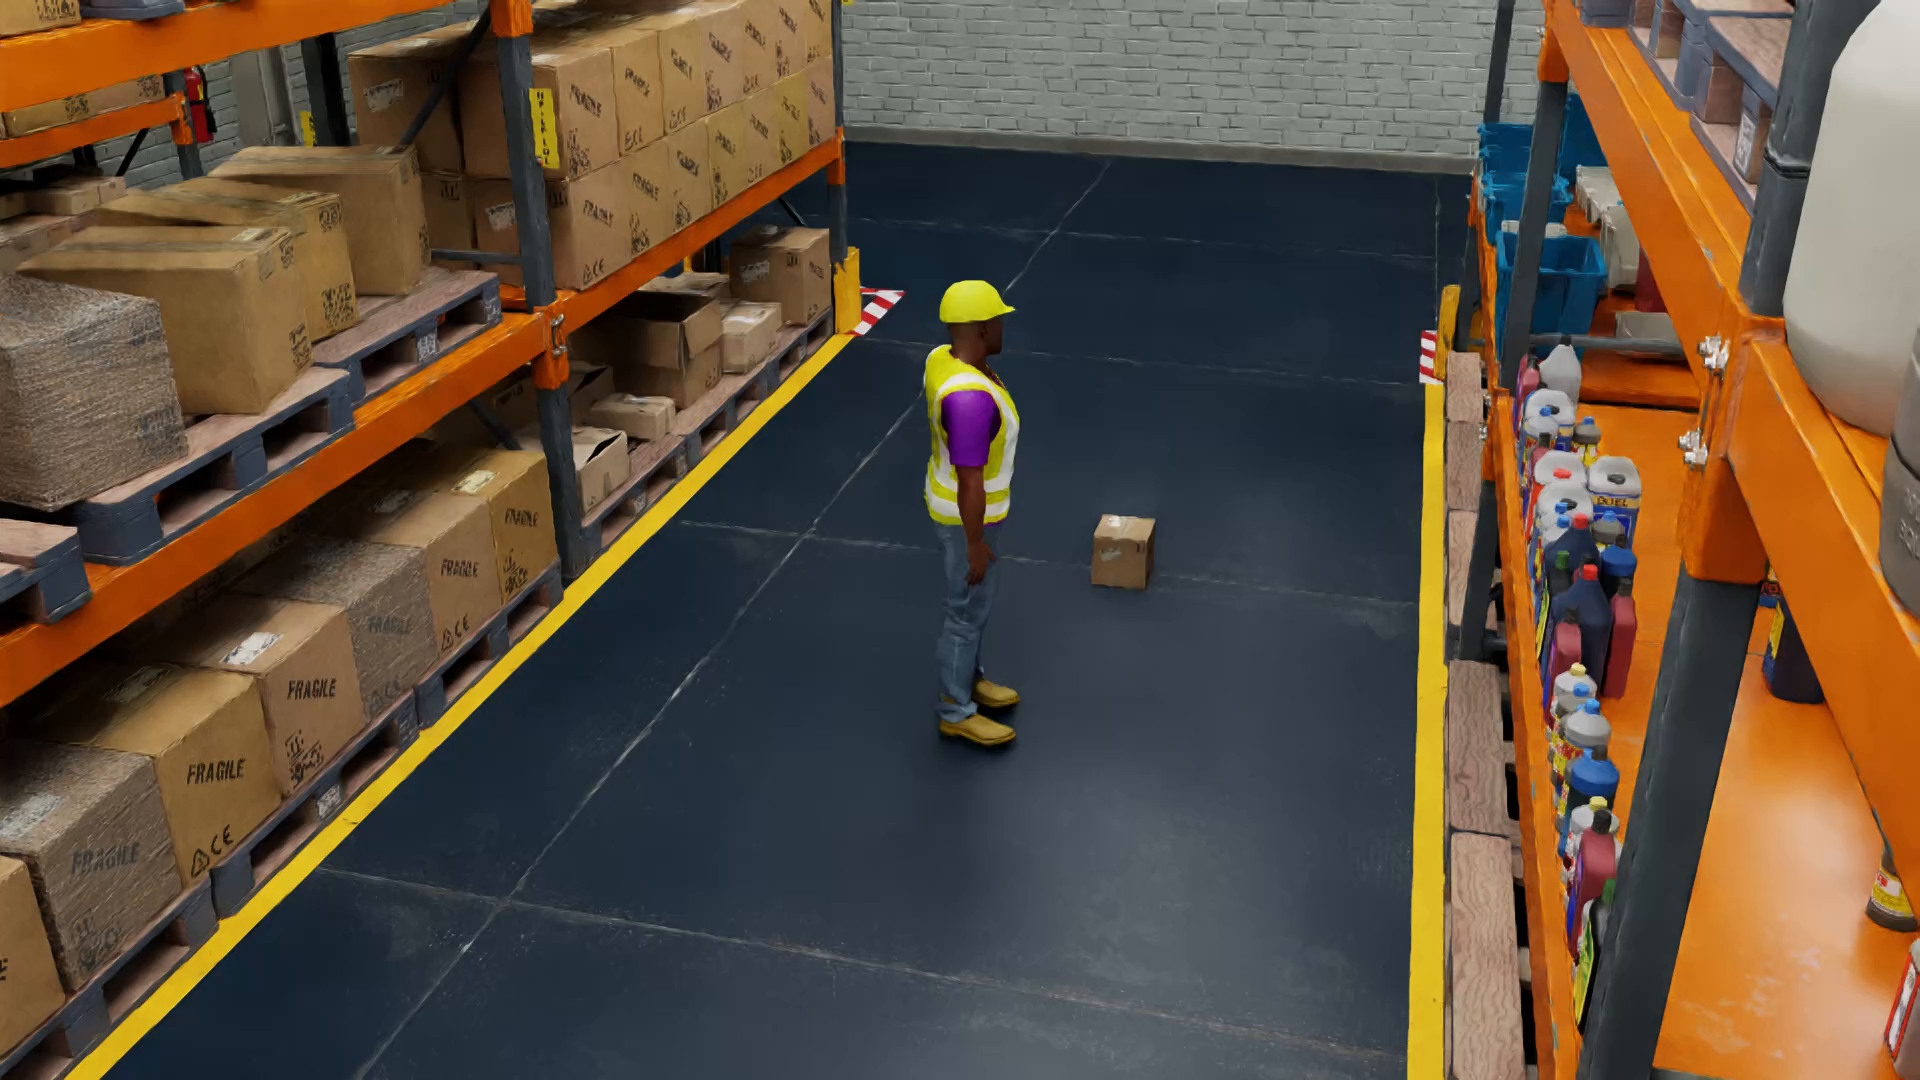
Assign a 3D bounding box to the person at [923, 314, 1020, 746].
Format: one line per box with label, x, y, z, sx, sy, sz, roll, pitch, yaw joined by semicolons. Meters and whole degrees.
person;12.136;-4.173;6.451;24.741;9.000;3.290;-2;25;-4
